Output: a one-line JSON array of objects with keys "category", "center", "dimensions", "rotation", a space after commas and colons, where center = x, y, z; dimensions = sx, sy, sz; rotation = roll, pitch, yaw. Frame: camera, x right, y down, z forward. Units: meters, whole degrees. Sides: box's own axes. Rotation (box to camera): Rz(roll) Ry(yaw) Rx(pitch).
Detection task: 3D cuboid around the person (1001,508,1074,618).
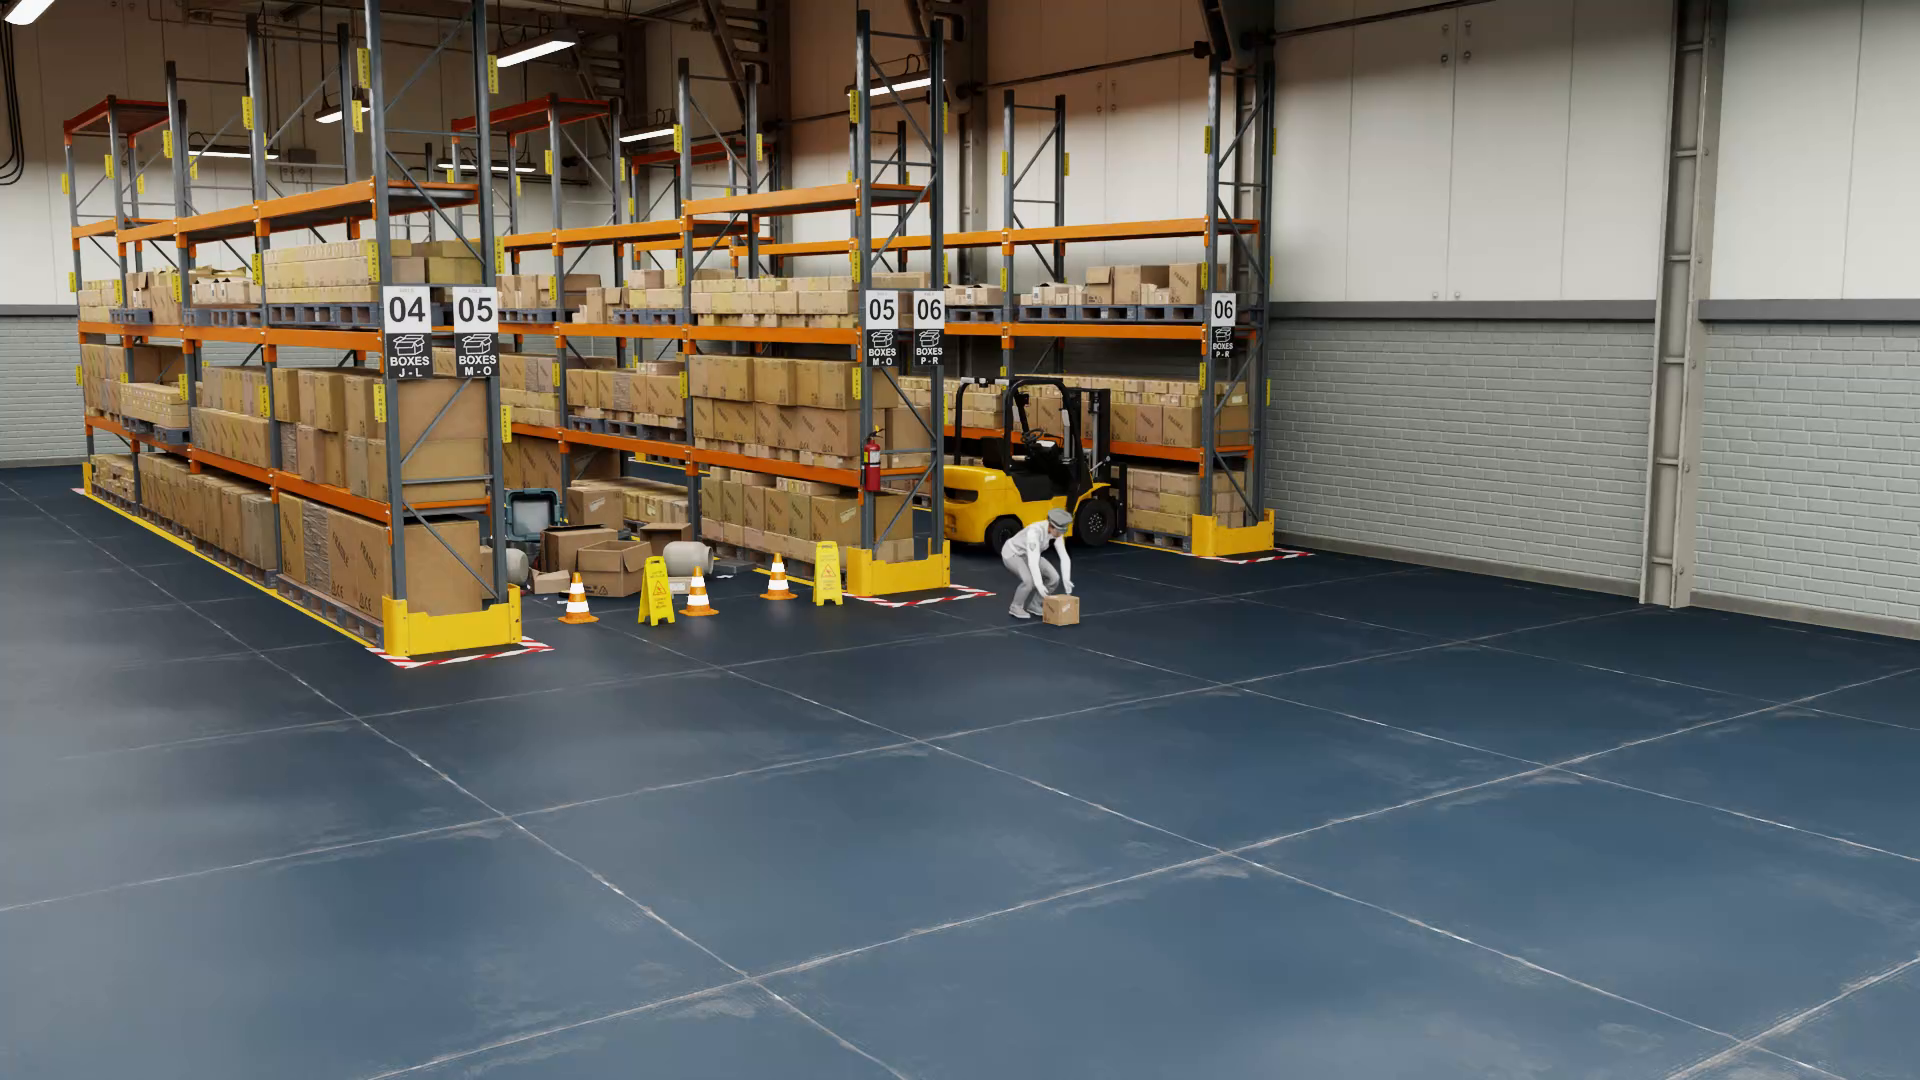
[{"category": "person", "center": [0.783, 0.215, 16.333], "dimensions": [0.509, 1.101, 0.820], "rotation": [-6, 10, -36]}]
